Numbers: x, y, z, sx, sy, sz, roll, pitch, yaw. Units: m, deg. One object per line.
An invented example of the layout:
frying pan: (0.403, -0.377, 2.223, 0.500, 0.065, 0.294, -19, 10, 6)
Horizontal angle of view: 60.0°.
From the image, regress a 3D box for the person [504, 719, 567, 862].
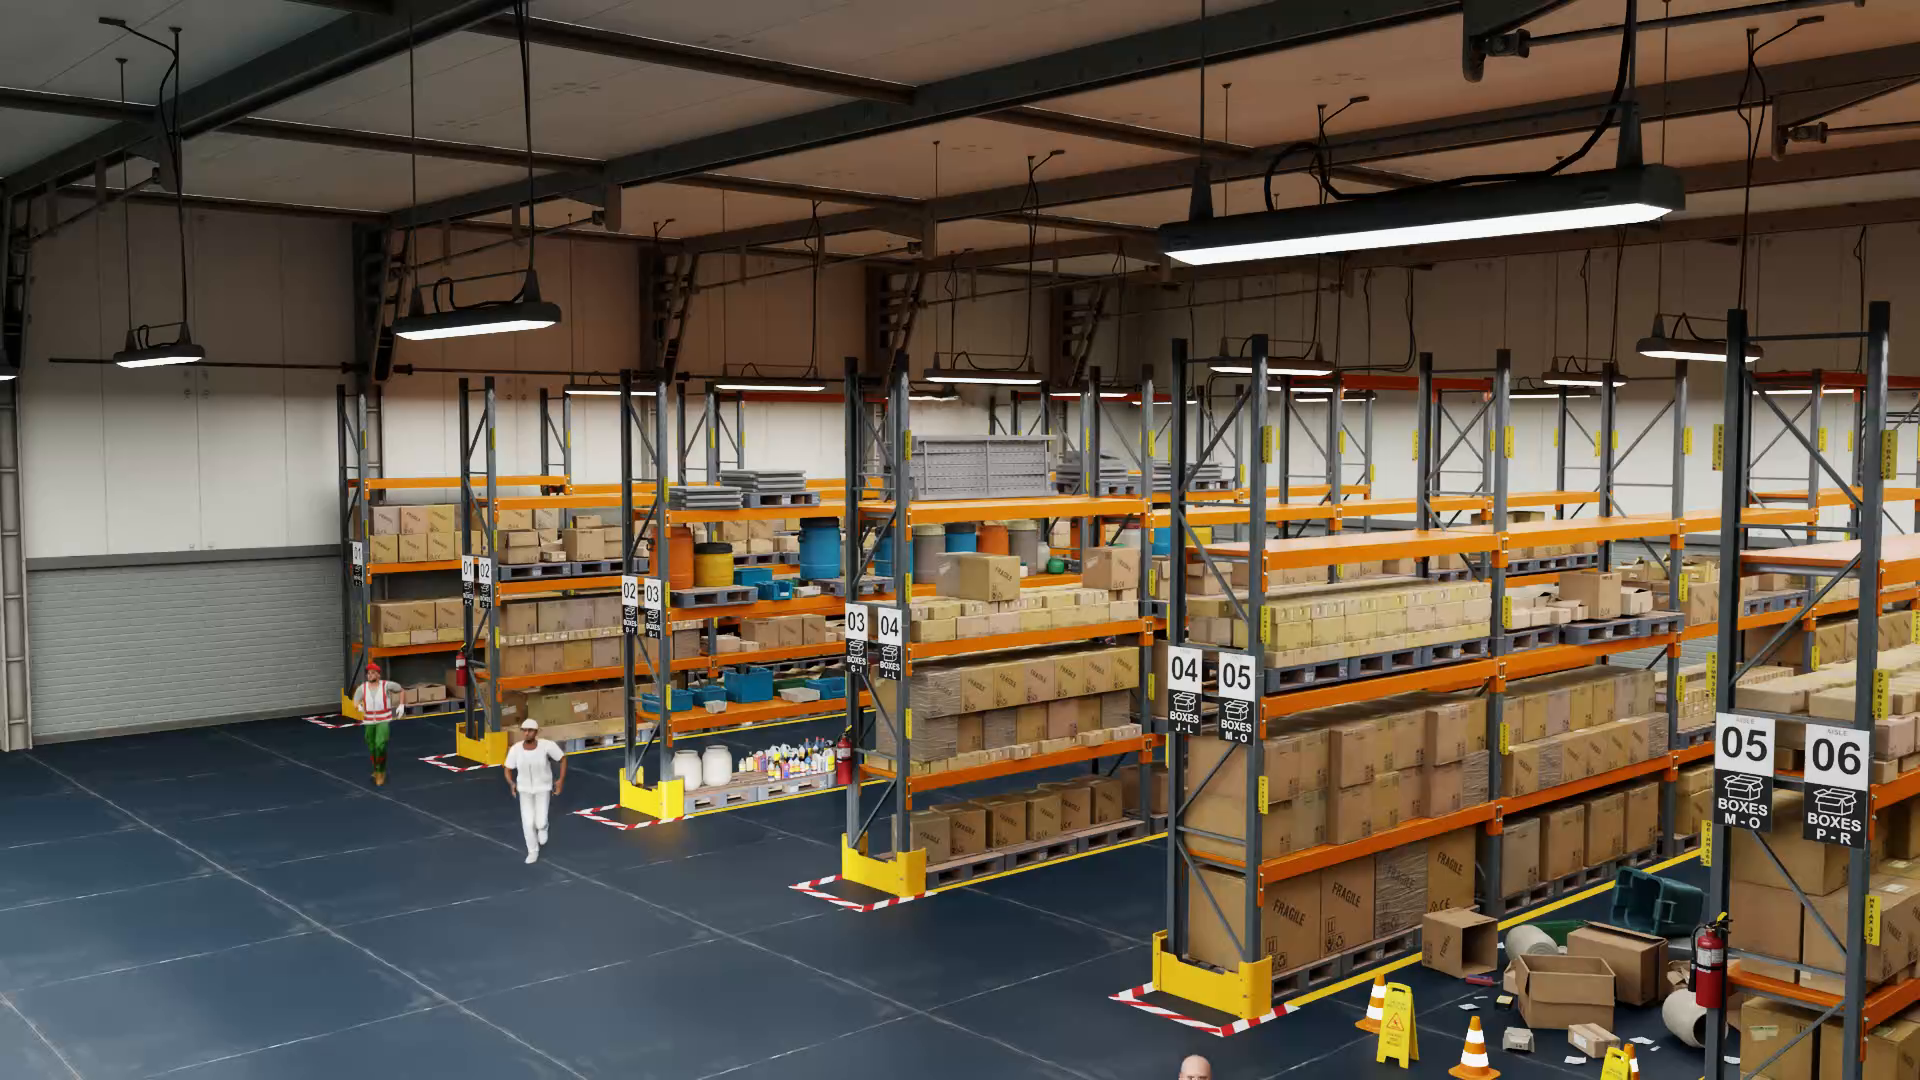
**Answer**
person: (-5.107, 2.998, 19.980, 0.725, 1.728, 0.654, 0, 4, -3)

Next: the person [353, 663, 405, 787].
person: (-8.479, 2.677, 24.244, 0.676, 1.790, 0.891, 0, 4, -3)

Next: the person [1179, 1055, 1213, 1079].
person: (1.295, 3.702, 9.128, 0.672, 1.787, 0.786, 1, 4, 9)
